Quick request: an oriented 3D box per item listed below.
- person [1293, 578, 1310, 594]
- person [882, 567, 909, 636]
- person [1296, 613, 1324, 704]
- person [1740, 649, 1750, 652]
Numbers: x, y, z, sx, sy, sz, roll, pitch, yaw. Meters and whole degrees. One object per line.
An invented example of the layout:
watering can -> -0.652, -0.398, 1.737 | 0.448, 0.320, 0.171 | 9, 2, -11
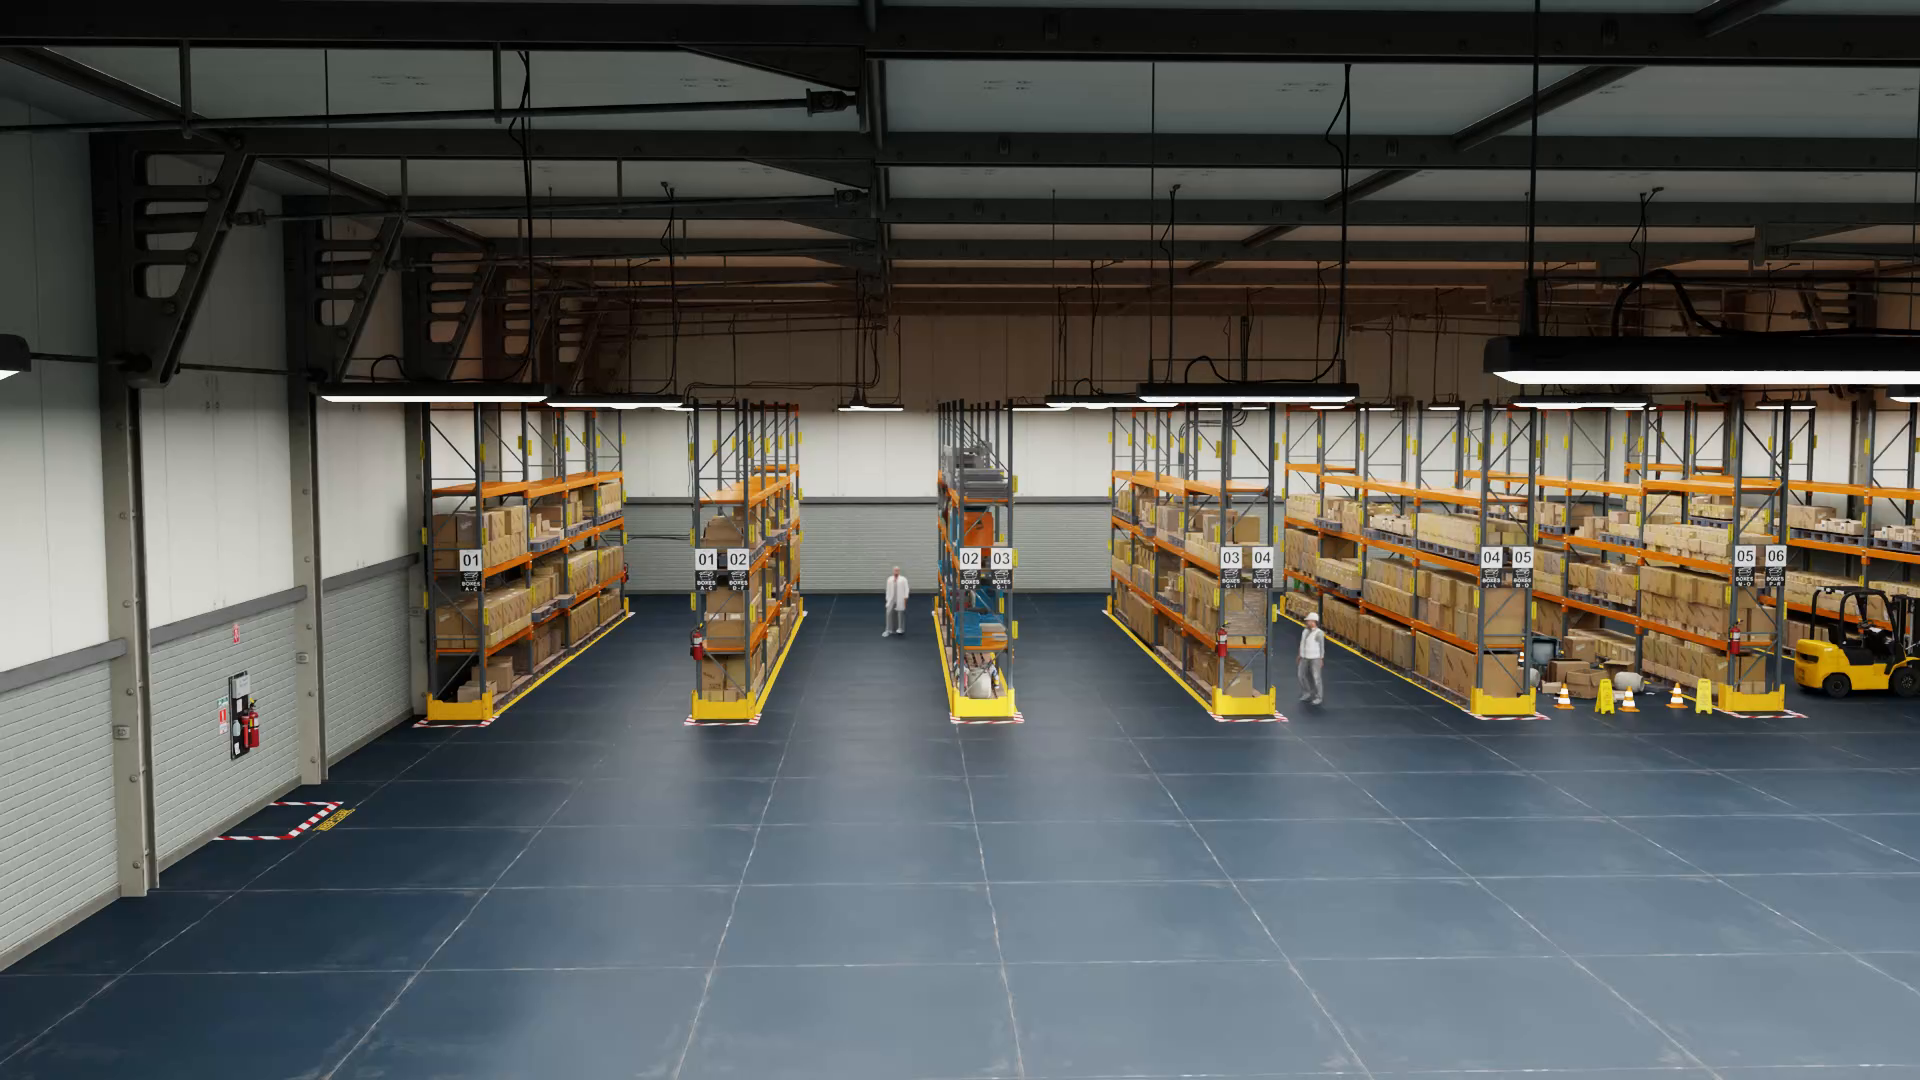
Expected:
person -> 10.398, 0.978, 50.661 | 0.572, 1.734, 1.019 | 3, 5, 35
person -> -1.648, 1.573, 42.986 | 0.693, 1.764, 0.911 | 2, 5, 20
person -> 6.945, 2.325, 32.918 | 0.366, 1.775, 0.544 | -4, 6, -41
person -> 18.130, 1.959, 38.533 | 0.525, 1.694, 0.675 | -1, 4, -13
